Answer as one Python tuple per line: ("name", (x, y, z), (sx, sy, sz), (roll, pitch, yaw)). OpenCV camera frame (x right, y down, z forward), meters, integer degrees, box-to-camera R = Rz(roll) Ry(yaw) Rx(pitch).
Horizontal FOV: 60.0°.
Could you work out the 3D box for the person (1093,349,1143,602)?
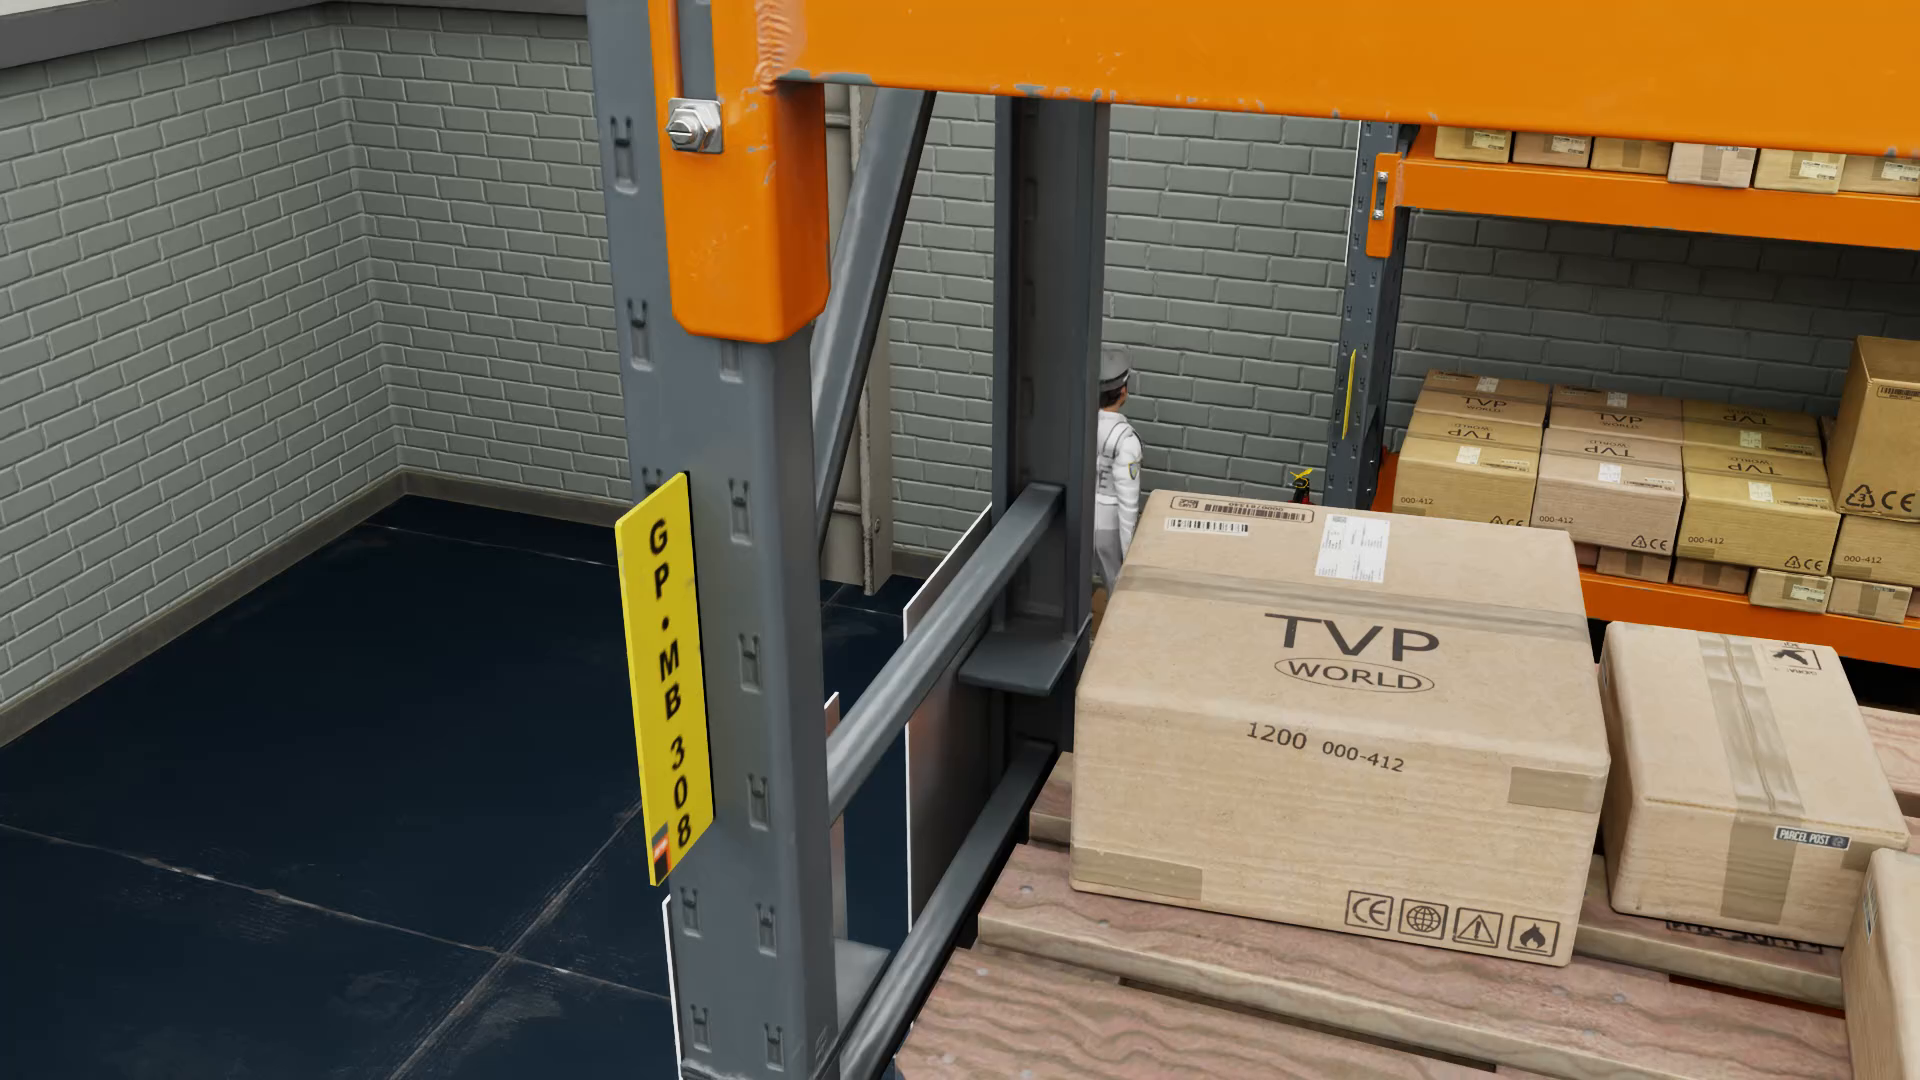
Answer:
("person", (0.637, -0.042, 7.638), (0.598, 1.664, 0.554), (22, 34, 38))
